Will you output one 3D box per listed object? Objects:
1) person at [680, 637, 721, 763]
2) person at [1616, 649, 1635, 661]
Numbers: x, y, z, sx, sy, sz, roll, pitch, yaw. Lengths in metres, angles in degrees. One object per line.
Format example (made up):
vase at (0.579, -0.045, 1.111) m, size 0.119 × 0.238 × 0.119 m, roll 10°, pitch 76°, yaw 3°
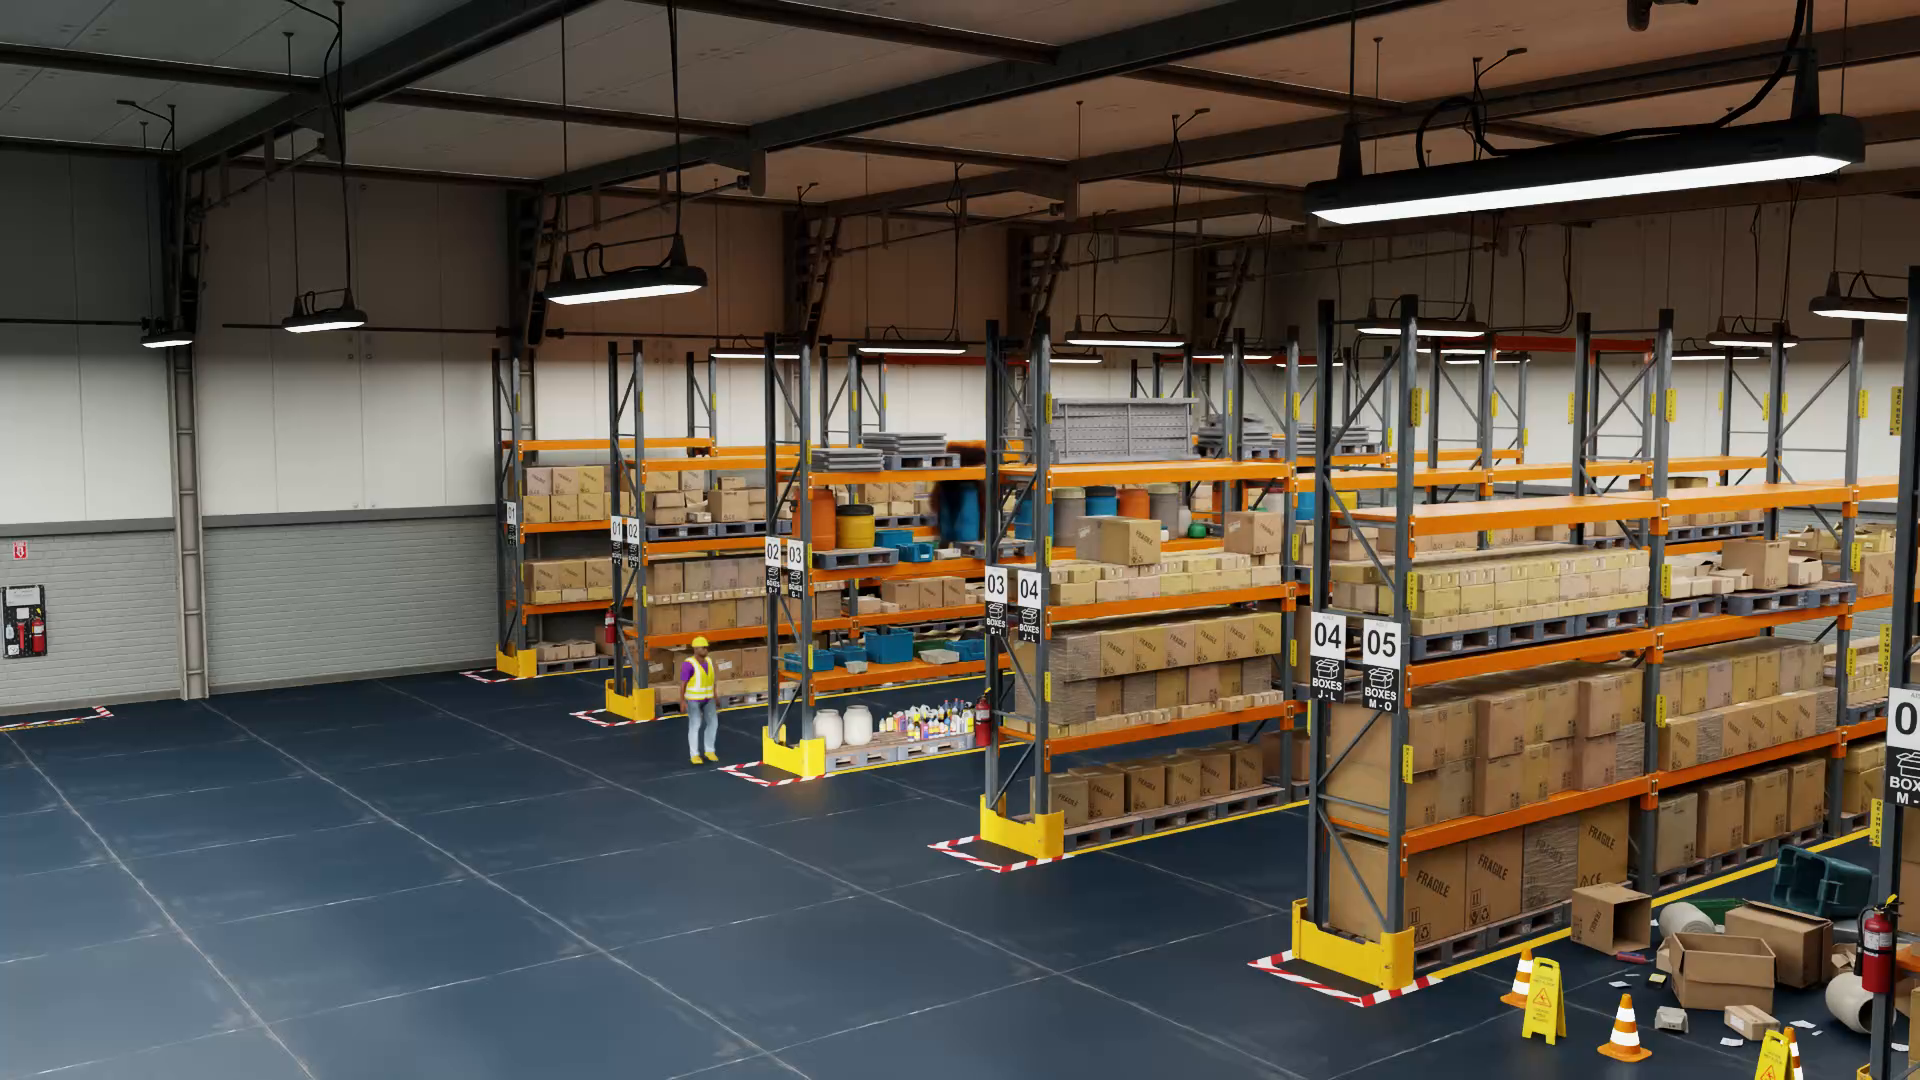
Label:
person at (-3.657, 2.260, 23.334) m, size 0.356 × 1.804 × 0.666 m, roll 5°, pitch 7°, yaw 43°
person at (9.337, 2.266, 23.433) m, size 0.492 × 1.682 × 0.365 m, roll -4°, pitch 6°, yaw -35°
